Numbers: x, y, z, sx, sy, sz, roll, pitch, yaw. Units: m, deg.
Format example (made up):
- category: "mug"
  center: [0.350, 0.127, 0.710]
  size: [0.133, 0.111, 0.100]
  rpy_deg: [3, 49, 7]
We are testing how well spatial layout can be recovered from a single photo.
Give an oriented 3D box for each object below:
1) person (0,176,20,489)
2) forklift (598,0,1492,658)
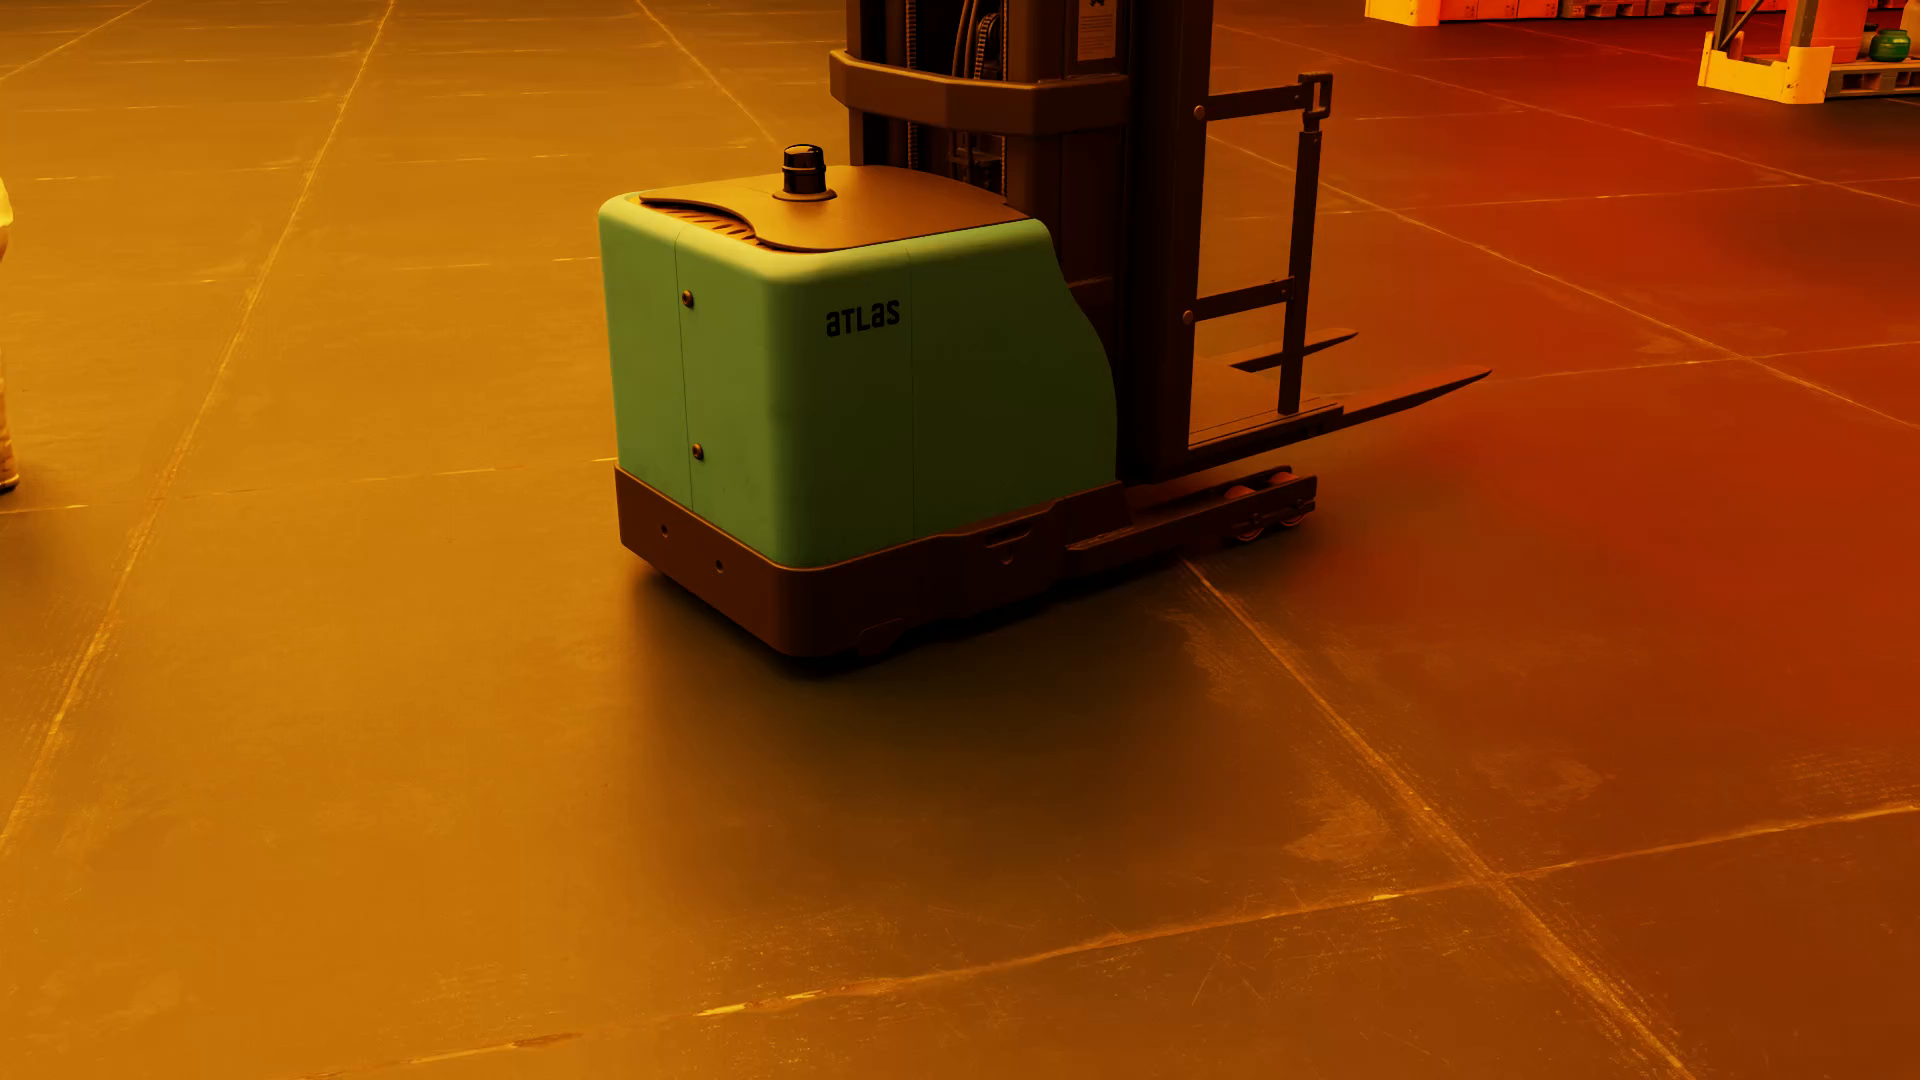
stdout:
- category: "person"
  center: [-3.226, -0.950, 5.144]
  size: [0.523, 1.672, 0.590]
  rpy_deg: [-6, 24, -14]
- category: "forklift"
  center: [0.484, -1.493, 4.818]
  size: [3.031, 2.935, 1.130]
  rpy_deg: [-17, 28, -34]
